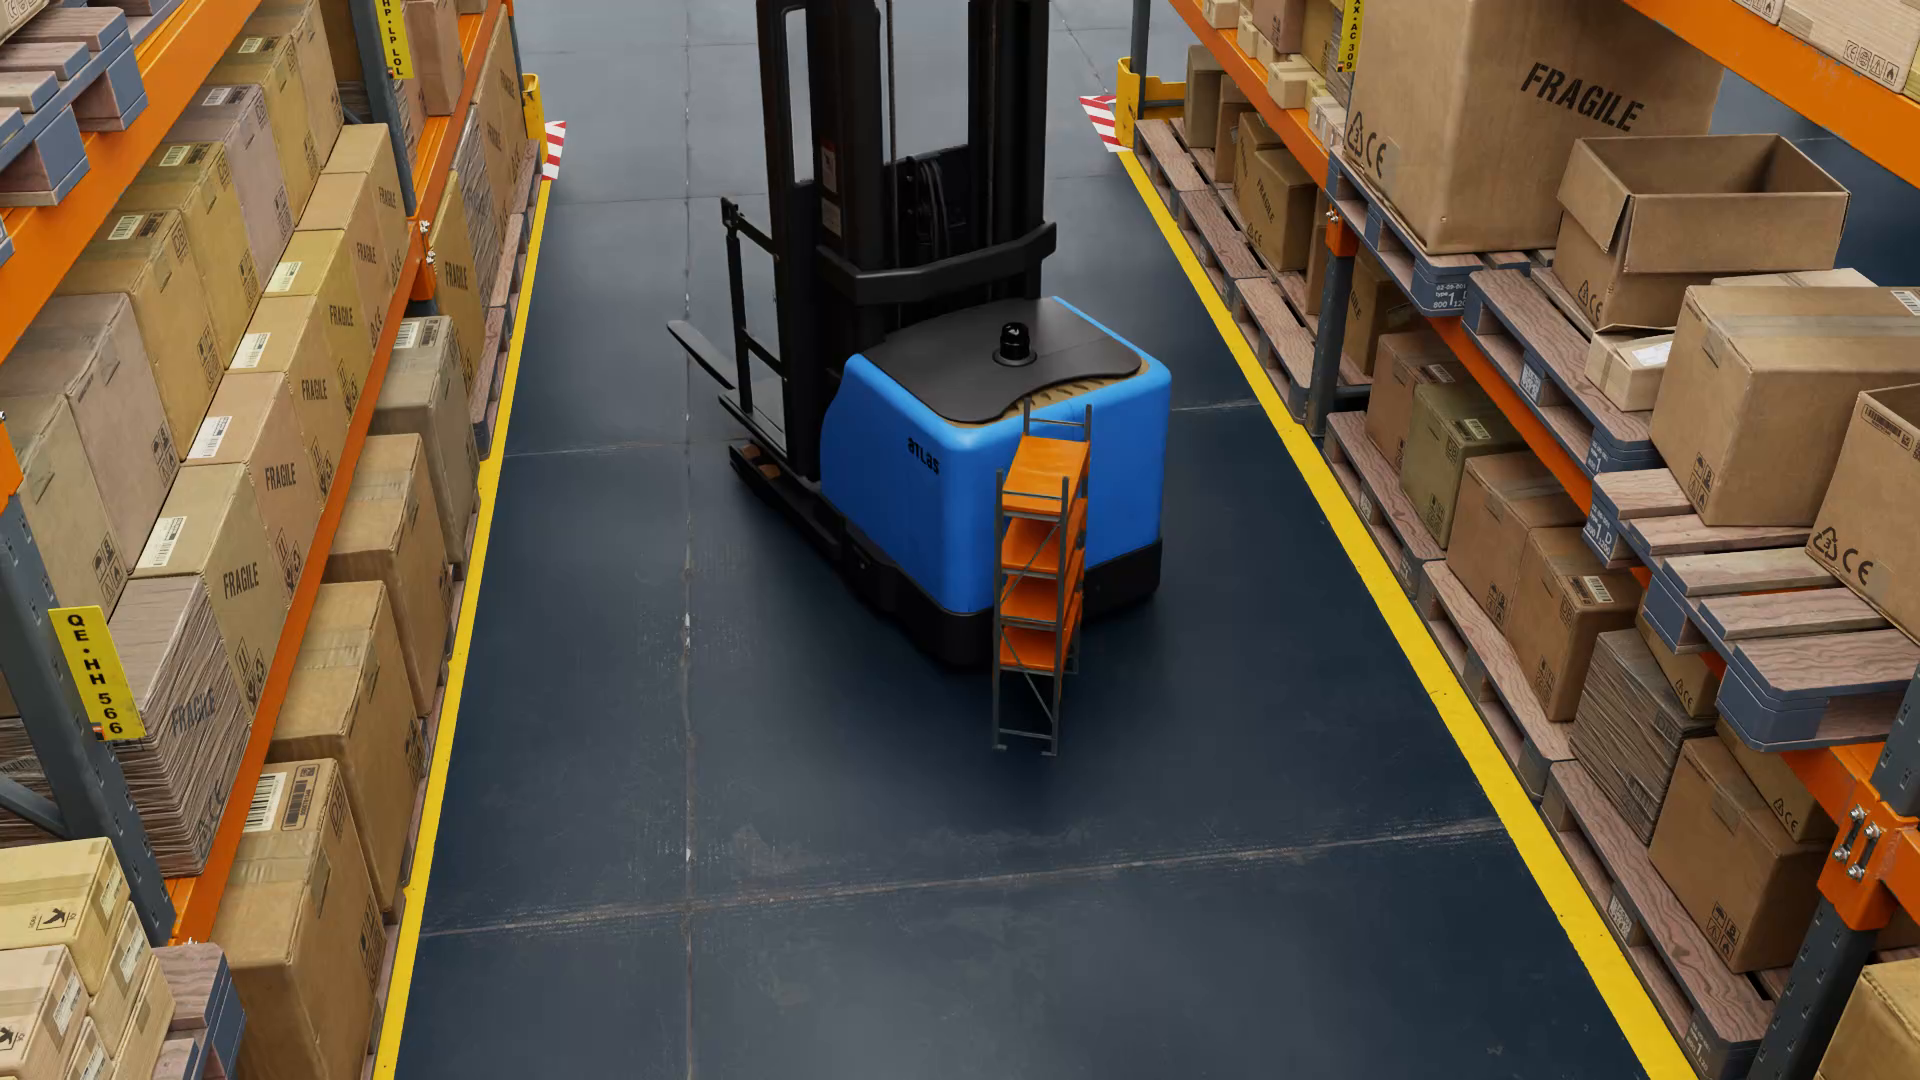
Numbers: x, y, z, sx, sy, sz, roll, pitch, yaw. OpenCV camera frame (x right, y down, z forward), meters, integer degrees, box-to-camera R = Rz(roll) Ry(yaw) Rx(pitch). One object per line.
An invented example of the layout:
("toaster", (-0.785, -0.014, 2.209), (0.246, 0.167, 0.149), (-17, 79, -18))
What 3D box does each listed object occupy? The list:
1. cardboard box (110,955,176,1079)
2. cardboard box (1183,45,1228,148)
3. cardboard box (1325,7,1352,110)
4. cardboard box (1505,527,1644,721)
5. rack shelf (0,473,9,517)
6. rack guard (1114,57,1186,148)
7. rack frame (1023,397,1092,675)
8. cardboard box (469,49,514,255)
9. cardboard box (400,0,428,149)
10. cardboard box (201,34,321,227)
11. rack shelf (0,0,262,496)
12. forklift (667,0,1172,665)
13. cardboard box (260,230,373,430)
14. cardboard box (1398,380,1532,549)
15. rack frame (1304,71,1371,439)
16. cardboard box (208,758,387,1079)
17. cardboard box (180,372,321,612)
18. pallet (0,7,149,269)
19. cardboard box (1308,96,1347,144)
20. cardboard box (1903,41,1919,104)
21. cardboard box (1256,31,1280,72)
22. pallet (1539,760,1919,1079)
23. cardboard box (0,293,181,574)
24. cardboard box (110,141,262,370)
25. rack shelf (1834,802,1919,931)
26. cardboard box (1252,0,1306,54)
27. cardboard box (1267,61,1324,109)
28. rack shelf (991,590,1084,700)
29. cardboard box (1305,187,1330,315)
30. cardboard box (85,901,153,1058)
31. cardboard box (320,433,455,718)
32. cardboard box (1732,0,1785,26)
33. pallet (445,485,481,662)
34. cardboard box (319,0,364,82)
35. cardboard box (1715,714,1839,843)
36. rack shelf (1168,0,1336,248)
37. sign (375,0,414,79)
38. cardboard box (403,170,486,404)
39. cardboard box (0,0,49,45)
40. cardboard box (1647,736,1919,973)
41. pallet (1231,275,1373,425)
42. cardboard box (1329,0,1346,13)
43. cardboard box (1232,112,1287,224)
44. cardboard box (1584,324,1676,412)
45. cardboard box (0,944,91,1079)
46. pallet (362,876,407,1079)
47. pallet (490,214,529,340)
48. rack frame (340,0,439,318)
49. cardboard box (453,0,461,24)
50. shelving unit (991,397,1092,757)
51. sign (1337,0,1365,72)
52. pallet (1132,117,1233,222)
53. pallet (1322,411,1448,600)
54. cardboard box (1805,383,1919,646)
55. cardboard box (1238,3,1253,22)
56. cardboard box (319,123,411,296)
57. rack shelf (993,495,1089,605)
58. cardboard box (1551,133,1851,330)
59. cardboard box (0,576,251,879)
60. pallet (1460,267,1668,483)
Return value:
("cardboard box", (-1.697, 0.927, 3.077), (0.380, 0.149, 0.250), (-4, 34, -6))
("cardboard box", (1.701, -2.819, 10.569), (0.500, 0.500, 0.500), (2, 34, 2))
("cardboard box", (2.172, -2.216, 7.485), (0.875, 0.500, 0.500), (-4, 35, -6))
("cardboard box", (2.429, 0.291, 5.989), (0.700, 0.500, 0.500), (-2, 34, -2))
("rack shelf", (-1.950, 0.930, 1.198), (1.077, 0.370, 4.000), (-4, 35, -6))
("rack guard", (1.644, -2.952, 11.138), (1.175, 0.500, 0.348), (-4, 35, -6))
("rack frame", (0.344, 0.012, 6.167), (0.240, 1.200, 0.015), (7, 35, 10))
("cardboard box", (-3.018, -2.140, 9.240), (0.875, 0.875, 0.875), (-5, 35, -7))
("cardboard box", (-2.915, -2.048, 7.459), (0.875, 0.550, 0.550), (-4, 35, -6))
("cardboard box", (-2.613, -1.367, 5.616), (0.700, 0.500, 0.500), (-5, 35, -7))
("rack shelf", (-2.488, -1.303, 4.473), (1.077, 0.370, 4.000), (-4, 35, -6))
("forklift", (-0.397, -1.522, 6.881), (1.130, 2.935, 3.031), (-20, 39, -27))
("cardboard box", (-2.286, -0.683, 5.499), (0.500, 0.500, 0.500), (-4, 34, -6))
("cardboard box", (2.278, -0.333, 6.903), (0.700, 0.500, 0.500), (-5, 35, -7))
("rack frame", (2.172, -1.796, 7.221), (1.000, 3.000, 0.127), (-4, 35, -6))
("cardboard box", (-2.212, 1.165, 4.501), (1.050, 0.750, 0.750), (-5, 35, -7))
("cardboard box", (-2.150, -0.121, 4.676), (0.500, 0.500, 0.500), (-4, 35, -6))
("pallet", (-2.358, -0.761, 3.207), (1.213, 0.211, 1.003), (-3, 34, -4))
("cardboard box", (1.827, -1.930, 7.641), (0.380, 0.149, 0.250), (-4, 35, -6))
("cardboard box", (2.402, -0.988, 3.505), (0.500, 0.250, 0.500), (-4, 35, -6))
("cardboard box", (1.732, -2.491, 8.464), (0.380, 0.149, 0.250), (-4, 35, -6))
("pallet", (2.606, 1.153, 5.371), (1.003, 0.211, 1.213), (-4, 35, -6))
("cardboard box", (-2.339, -0.232, 3.950), (0.700, 0.500, 0.500), (-5, 35, -7))
("cardboard box", (-2.479, -0.803, 4.789), (0.700, 0.500, 0.500), (-5, 35, -7))
("rack shelf", (2.978, 1.850, 2.511), (1.077, 0.370, 4.000), (-4, 35, -6))
("cardboard box", (1.973, -2.769, 8.296), (0.875, 0.500, 0.500), (-4, 35, -6))
("cardboard box", (1.709, -2.205, 8.045), (0.380, 0.149, 0.250), (-4, 35, -6))
("rack shelf", (0.291, 0.365, 6.120), (0.258, 0.148, 0.480), (7, 35, 10))
("cardboard box", (2.073, -1.481, 8.607), (0.500, 0.500, 0.500), (6, 35, 9))
("cardboard box", (-1.701, 0.804, 2.992), (0.380, 0.149, 0.250), (-4, 34, -5))
("cardboard box", (-2.458, 0.158, 5.979), (1.050, 0.750, 0.750), (-4, 35, -6))
("cardboard box", (2.258, -1.544, 4.322), (0.500, 0.250, 0.500), (-3, 34, -5))
("pallet", (-2.579, 0.101, 6.915), (1.003, 0.211, 1.213), (-4, 35, -6))
("cardboard box", (-2.773, -2.193, 6.712), (0.875, 0.550, 0.550), (-4, 35, -6))
("cardboard box", (2.590, 0.606, 4.860), (0.500, 0.250, 0.500), (-3, 34, -4))
("rack shelf", (1.903, -2.614, 9.062), (1.077, 0.370, 4.000), (-4, 35, -6))
("sign", (-2.221, -1.969, 6.517), (0.100, 0.325, 0.005), (-4, 35, -6))
("cardboard box", (-2.772, -1.128, 7.756), (0.875, 0.875, 0.875), (-4, 34, -6))
("cardboard box", (-2.098, -1.082, 3.128), (0.500, 0.311, 0.500), (-4, 35, -6))
("cardboard box", (2.600, 0.915, 5.072), (0.700, 0.500, 0.500), (-6, 35, -9))
("pallet", (2.046, -1.015, 8.553), (1.003, 0.211, 1.213), (-4, 35, -6))
("cardboard box", (1.838, -2.603, 7.166), (0.500, 0.500, 0.500), (-4, 35, -6))
("cardboard box", (1.881, -2.137, 9.569), (0.500, 0.500, 0.500), (-1, 34, -2))
("cardboard box", (2.218, -0.592, 5.201), (0.396, 0.266, 0.258), (-5, 35, -8))
("cardboard box", (-1.667, 0.819, 2.706), (0.380, 0.149, 0.250), (-5, 35, -7))
("pallet", (-2.250, 1.462, 4.917), (1.003, 0.211, 1.213), (-4, 35, -6))
("pallet", (-2.949, -1.437, 9.171), (1.003, 0.211, 1.213), (-4, 35, -6))
("rack frame", (-2.757, -1.476, 6.753), (1.000, 3.000, 0.127), (-4, 35, -6))
("cardboard box", (-3.154, -2.940, 8.767), (0.875, 0.550, 0.550), (-4, 35, -6))
("shelving unit", (0.291, 0.146, 5.971), (0.258, 1.200, 0.503), (7, 35, 10))
("sign", (1.635, -2.108, 6.911), (0.100, 0.325, 0.005), (-4, 35, -6))
("pallet", (1.718, -2.377, 10.551), (1.003, 0.211, 1.213), (-4, 35, -6))
("pallet", (2.278, -0.209, 7.369), (1.003, 0.211, 1.213), (-4, 35, -6))
("cardboard box", (2.597, -0.077, 4.237), (0.500, 0.500, 0.500), (-9, 35, -12))
("cardboard box", (1.706, -2.773, 8.878), (0.380, 0.149, 0.250), (-4, 35, -6))
("cardboard box", (-2.422, -1.247, 6.327), (0.500, 0.500, 0.500), (-5, 35, -7))
("rack shelf", (0.291, 0.016, 5.883), (0.258, 0.148, 0.480), (7, 35, 10))
("cardboard box", (2.496, -1.051, 5.665), (0.797, 0.503, 0.637), (-1, 34, -1))
("cardboard box", (-2.012, 0.444, 3.847), (0.500, 0.500, 0.500), (-4, 34, -6))
("pallet", (2.403, -0.586, 5.616), (1.003, 0.211, 1.213), (-4, 35, -6))
